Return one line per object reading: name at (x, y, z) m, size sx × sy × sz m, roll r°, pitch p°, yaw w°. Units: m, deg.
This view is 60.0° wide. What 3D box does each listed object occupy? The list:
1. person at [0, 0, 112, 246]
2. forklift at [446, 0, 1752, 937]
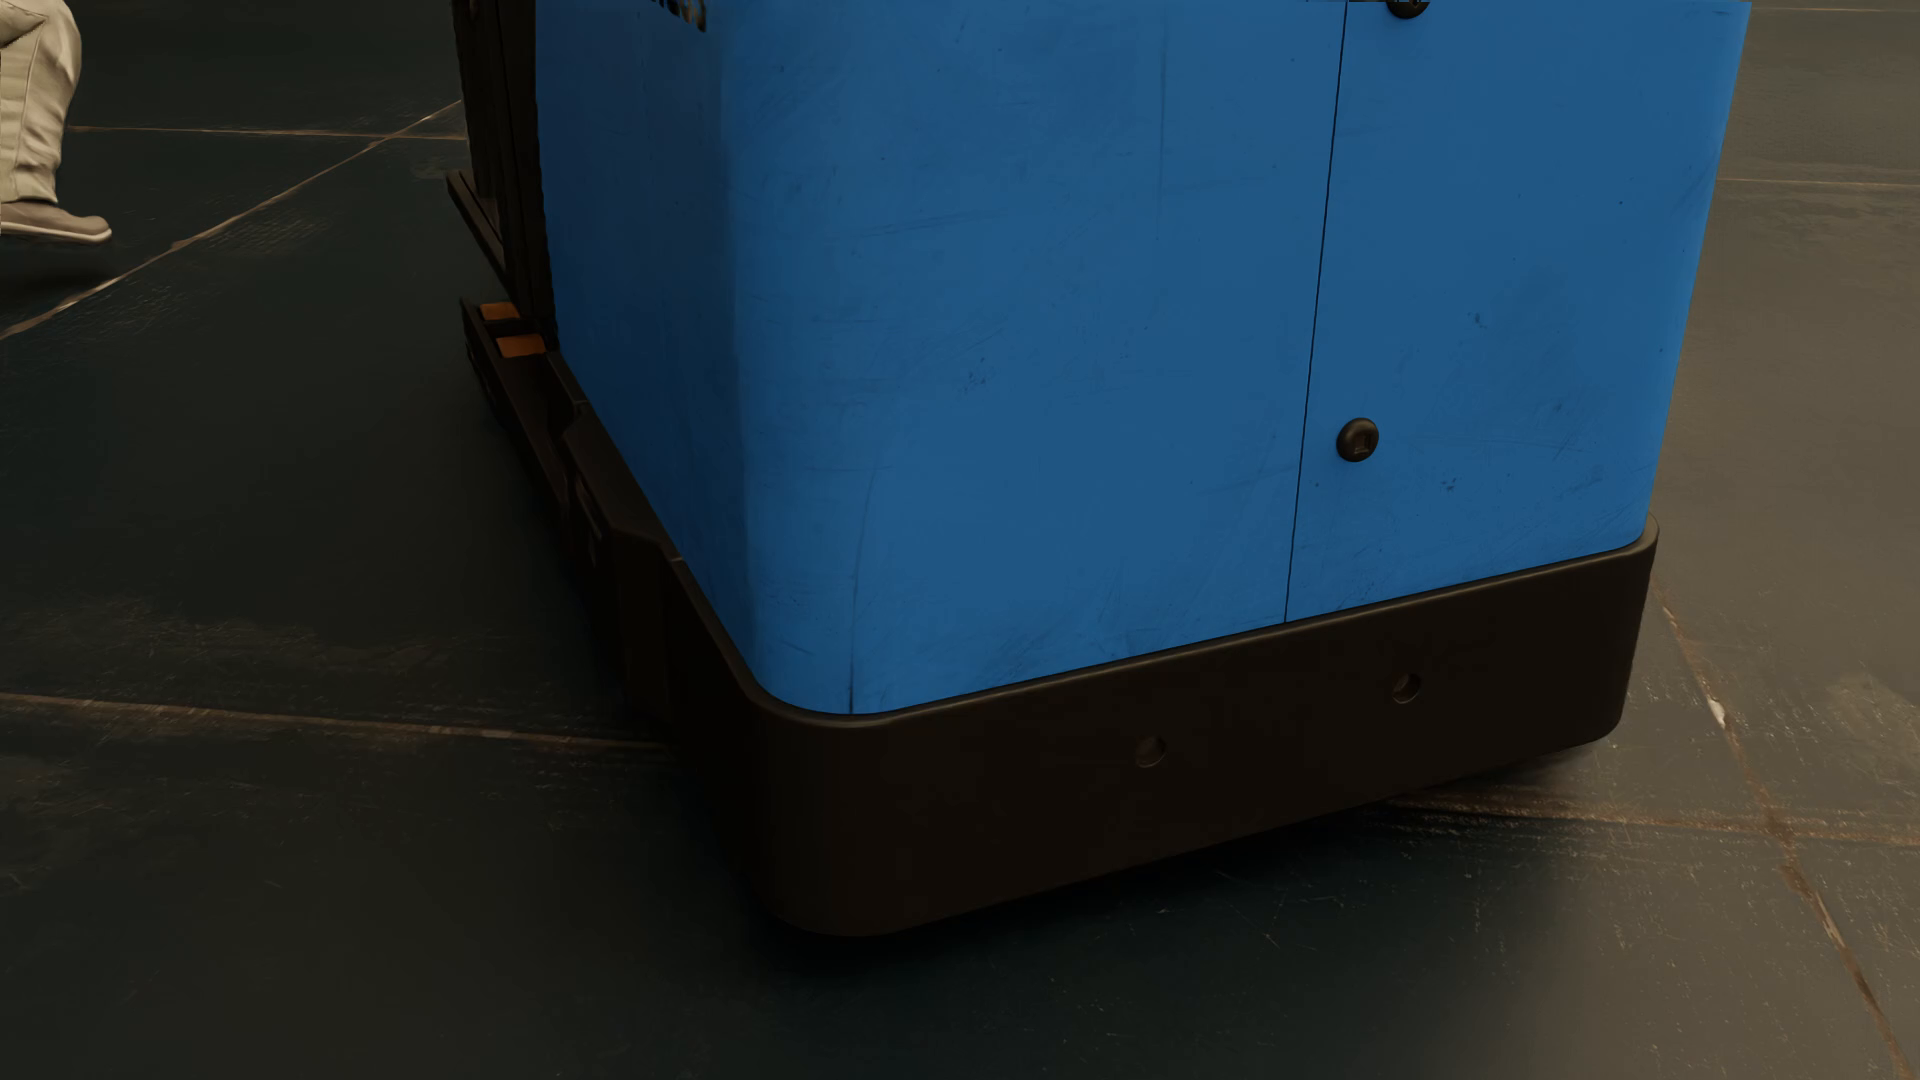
person at (-2.300, -1.247, 3.491) m, size 0.882 × 1.452 × 0.777 m, roll 16°, pitch 31°, yaw 29°
forklift at (-0.263, -1.568, 2.360) m, size 1.130 × 2.935 × 3.031 m, roll -11°, pitch 28°, yaw -20°
